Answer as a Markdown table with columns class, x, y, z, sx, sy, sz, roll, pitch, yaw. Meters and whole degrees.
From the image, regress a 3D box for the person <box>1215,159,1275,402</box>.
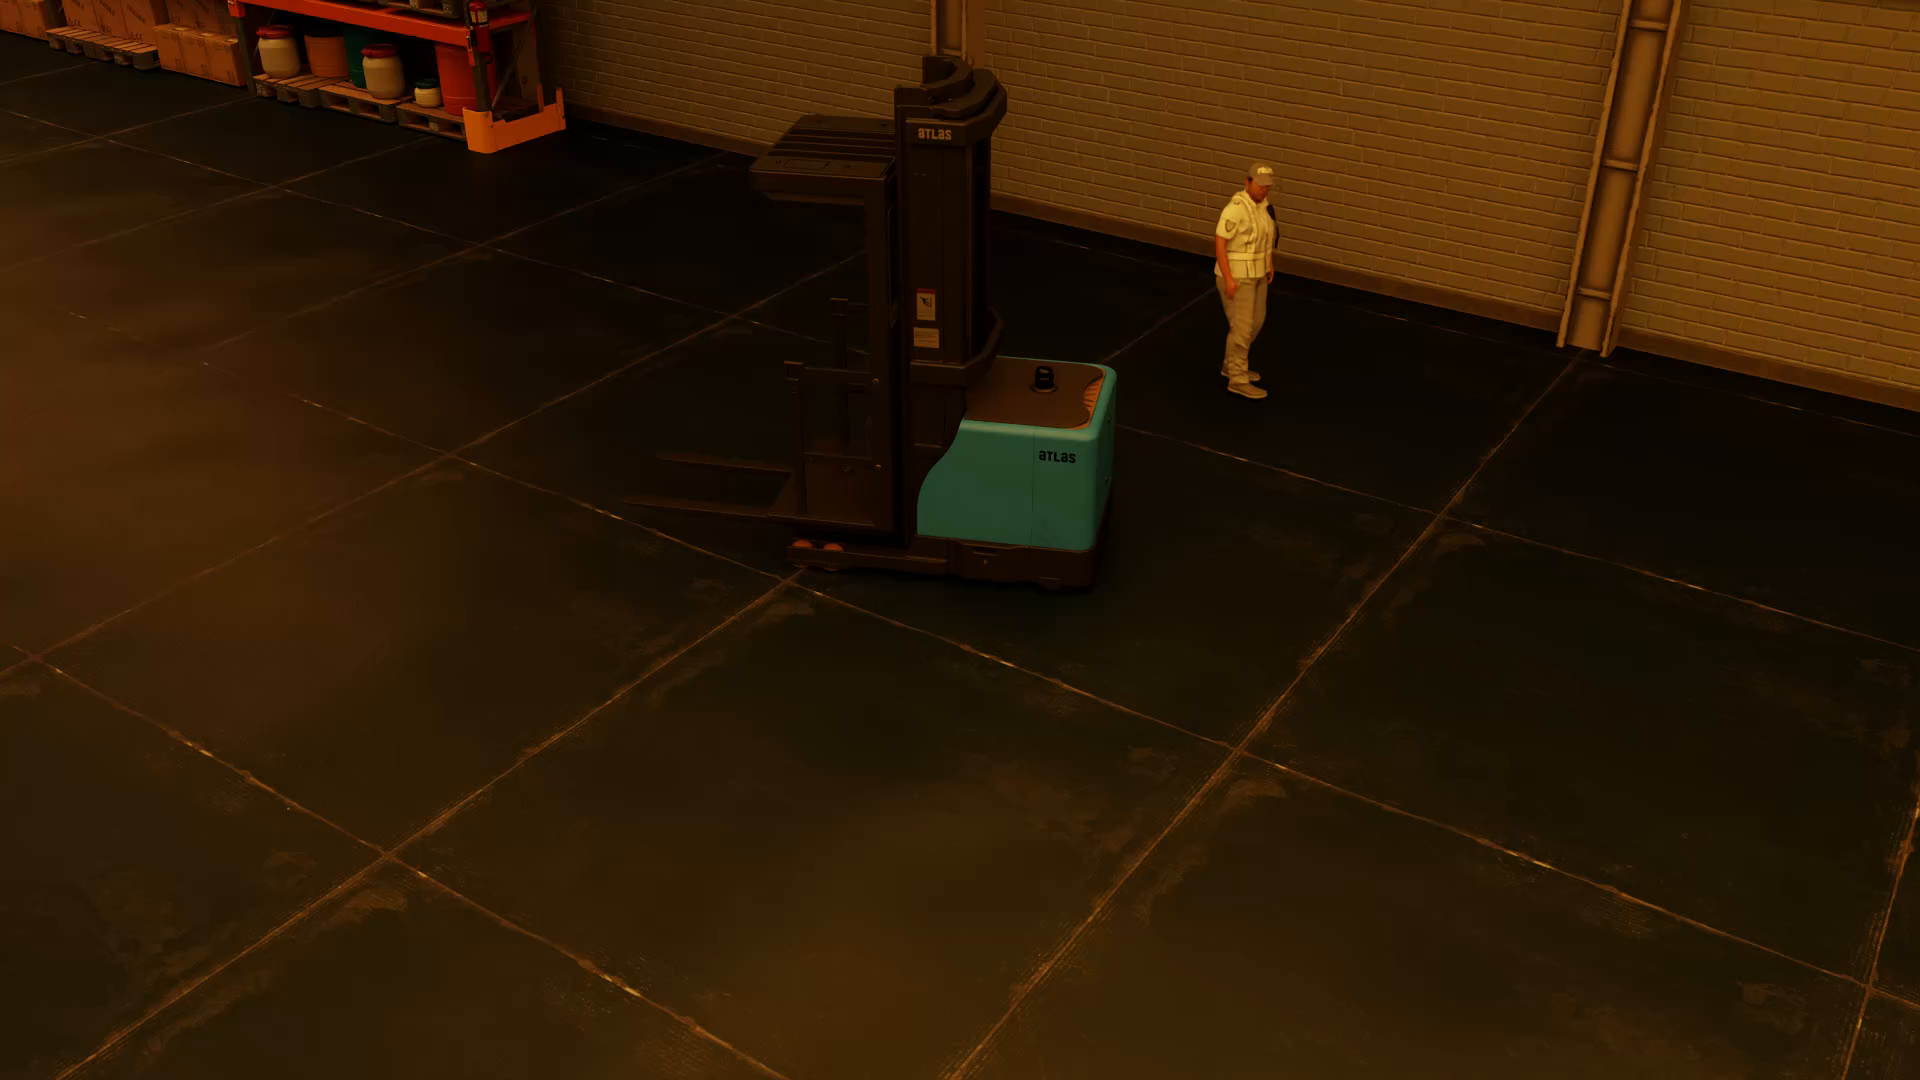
| class | x | y | z | sx | sy | sz | roll | pitch | yaw |
| --- | --- | --- | --- | --- | --- | --- | --- | --- | --- |
| person | 2.120 | -1.897 | 12.020 | 0.532 | 1.671 | 0.588 | 18 | 34 | 27 |

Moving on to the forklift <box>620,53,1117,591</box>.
| class | x | y | z | sx | sy | sz | roll | pitch | yaw |
| --- | --- | --- | --- | --- | --- | --- | --- | --- | --- |
| forklift | -0.596 | -1.330 | 9.871 | 3.031 | 2.935 | 1.130 | 6 | 31 | 10 |
